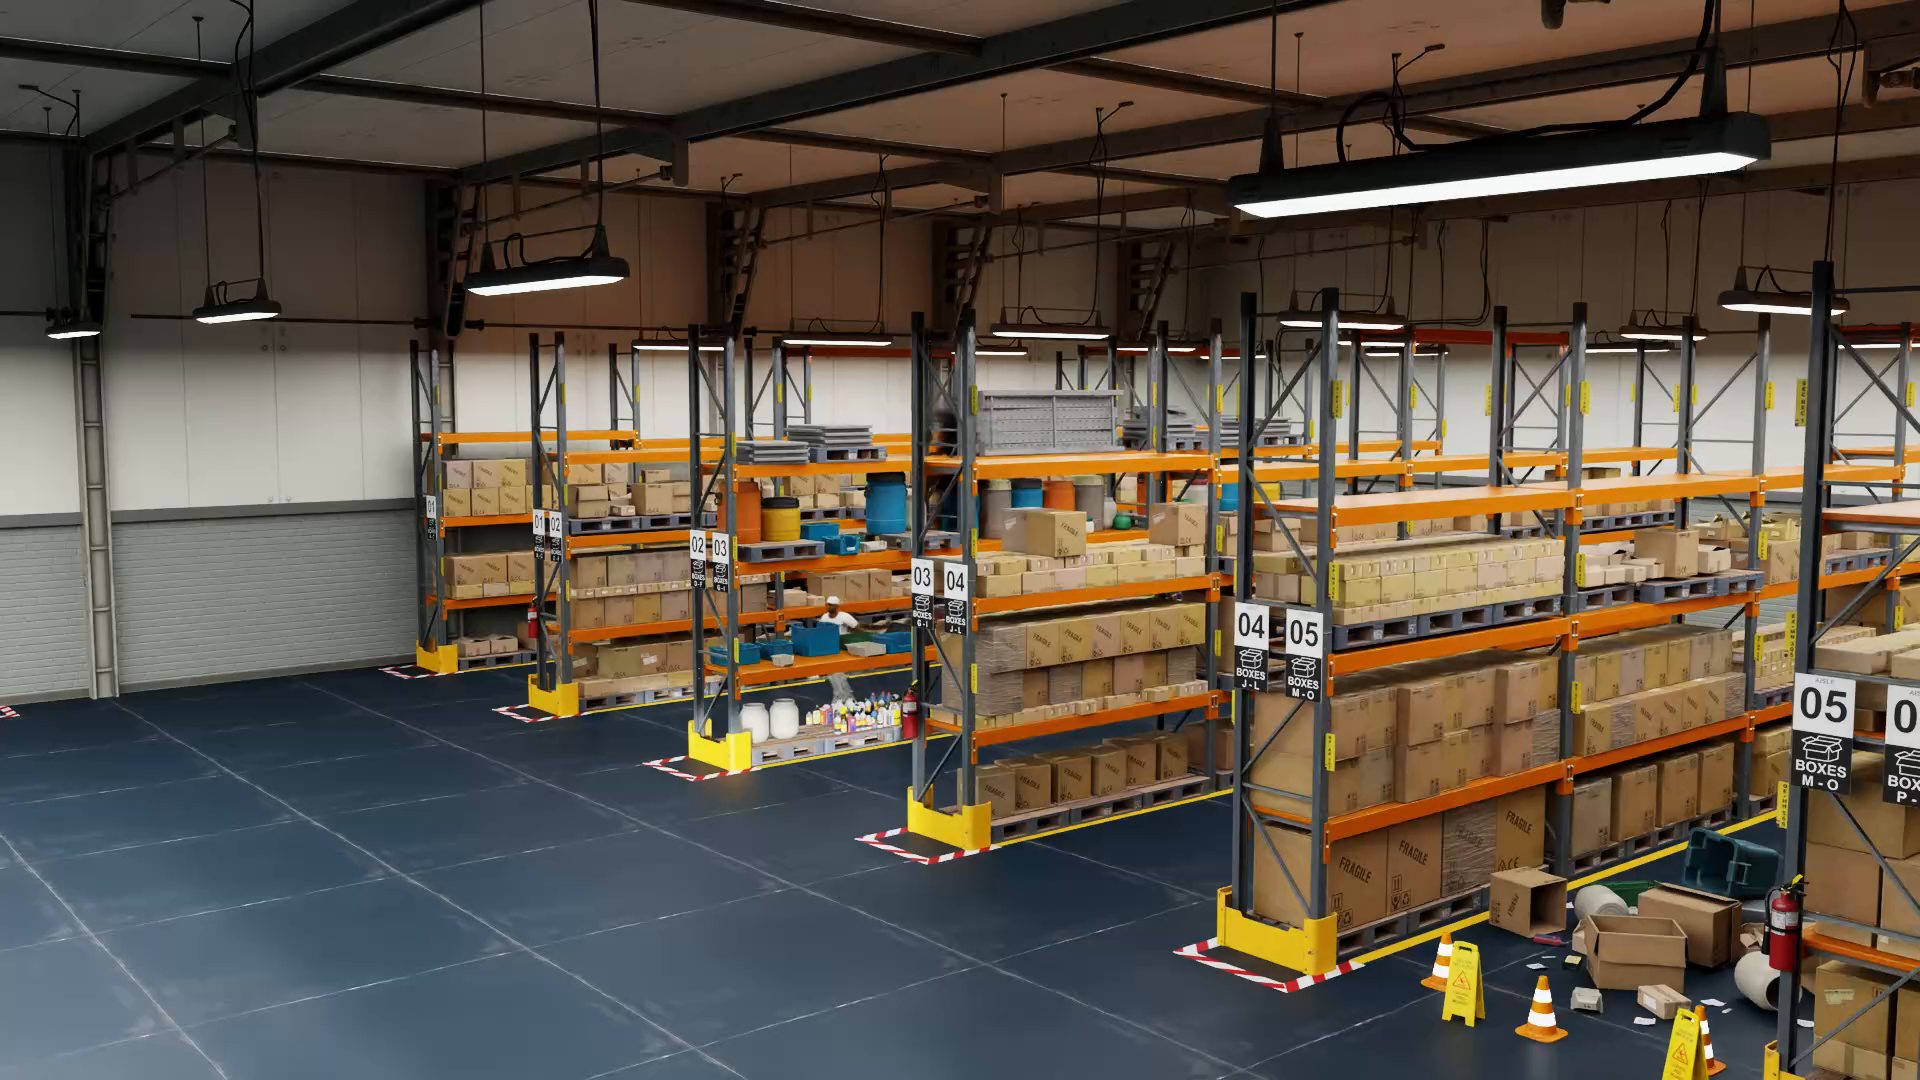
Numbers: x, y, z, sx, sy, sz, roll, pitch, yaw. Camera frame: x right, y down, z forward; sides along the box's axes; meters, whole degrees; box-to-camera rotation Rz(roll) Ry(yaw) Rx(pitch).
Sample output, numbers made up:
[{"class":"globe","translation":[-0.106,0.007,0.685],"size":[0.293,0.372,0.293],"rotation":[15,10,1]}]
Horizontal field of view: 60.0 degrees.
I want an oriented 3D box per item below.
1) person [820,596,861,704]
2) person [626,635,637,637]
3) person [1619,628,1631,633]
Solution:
[{"class":"person","translation":[-2.041,1.797,26.965],"size":[0.659,1.786,0.810],"rotation":[5,7,44]},{"class":"person","translation":[-5.811,1.595,29.206],"size":[0.973,1.756,0.717],"rotation":[-5,7,-44]},{"class":"person","translation":[9.535,2.112,24.018],"size":[0.528,1.688,0.657],"rotation":[5,7,41]}]
